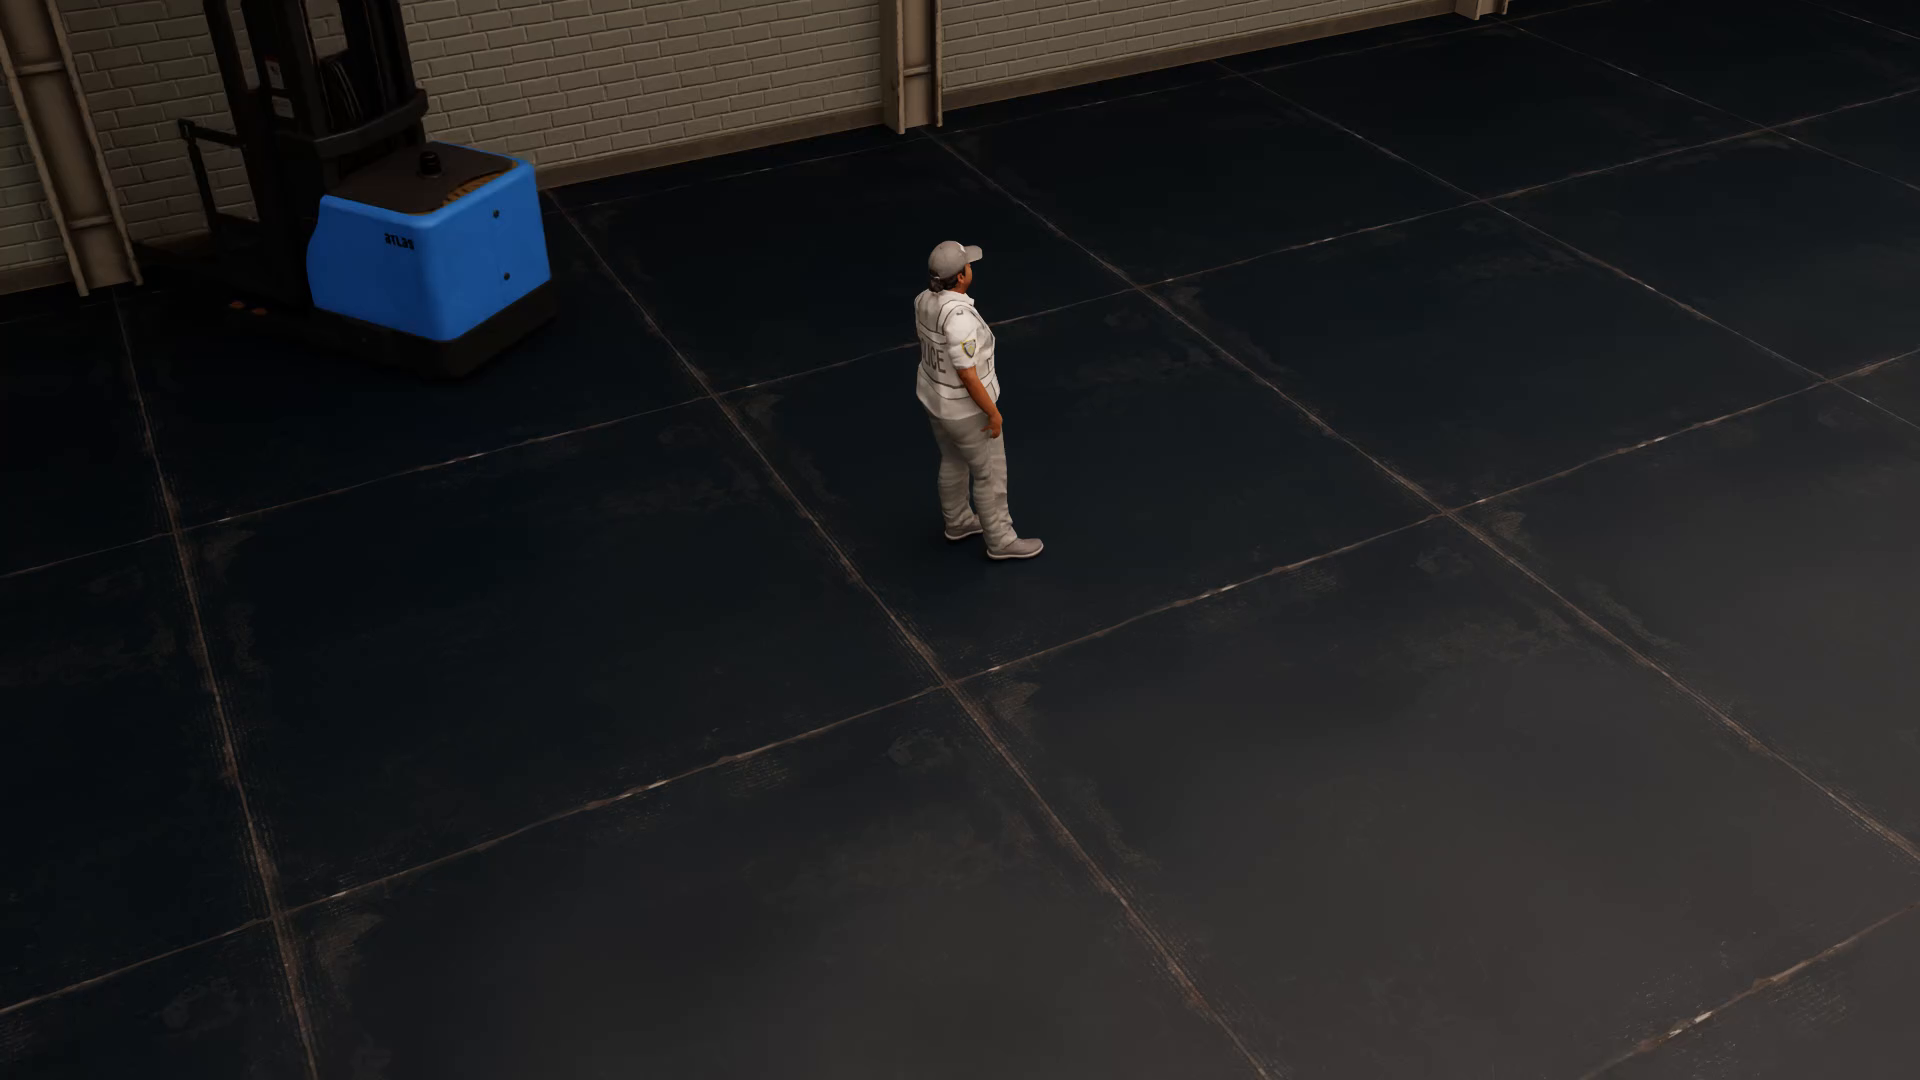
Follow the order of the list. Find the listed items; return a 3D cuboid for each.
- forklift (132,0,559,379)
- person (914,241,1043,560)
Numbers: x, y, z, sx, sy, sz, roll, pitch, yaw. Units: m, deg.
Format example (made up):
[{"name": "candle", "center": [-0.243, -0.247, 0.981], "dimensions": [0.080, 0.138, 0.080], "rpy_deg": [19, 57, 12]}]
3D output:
[{"name": "forklift", "center": [-4.107, -2.747, 10.009], "dimensions": [3.031, 2.935, 1.130], "rpy_deg": [16, 38, 22]}, {"name": "person", "center": [0.079, -0.695, 8.190], "dimensions": [0.529, 1.670, 0.598], "rpy_deg": [-17, 39, -23]}]
